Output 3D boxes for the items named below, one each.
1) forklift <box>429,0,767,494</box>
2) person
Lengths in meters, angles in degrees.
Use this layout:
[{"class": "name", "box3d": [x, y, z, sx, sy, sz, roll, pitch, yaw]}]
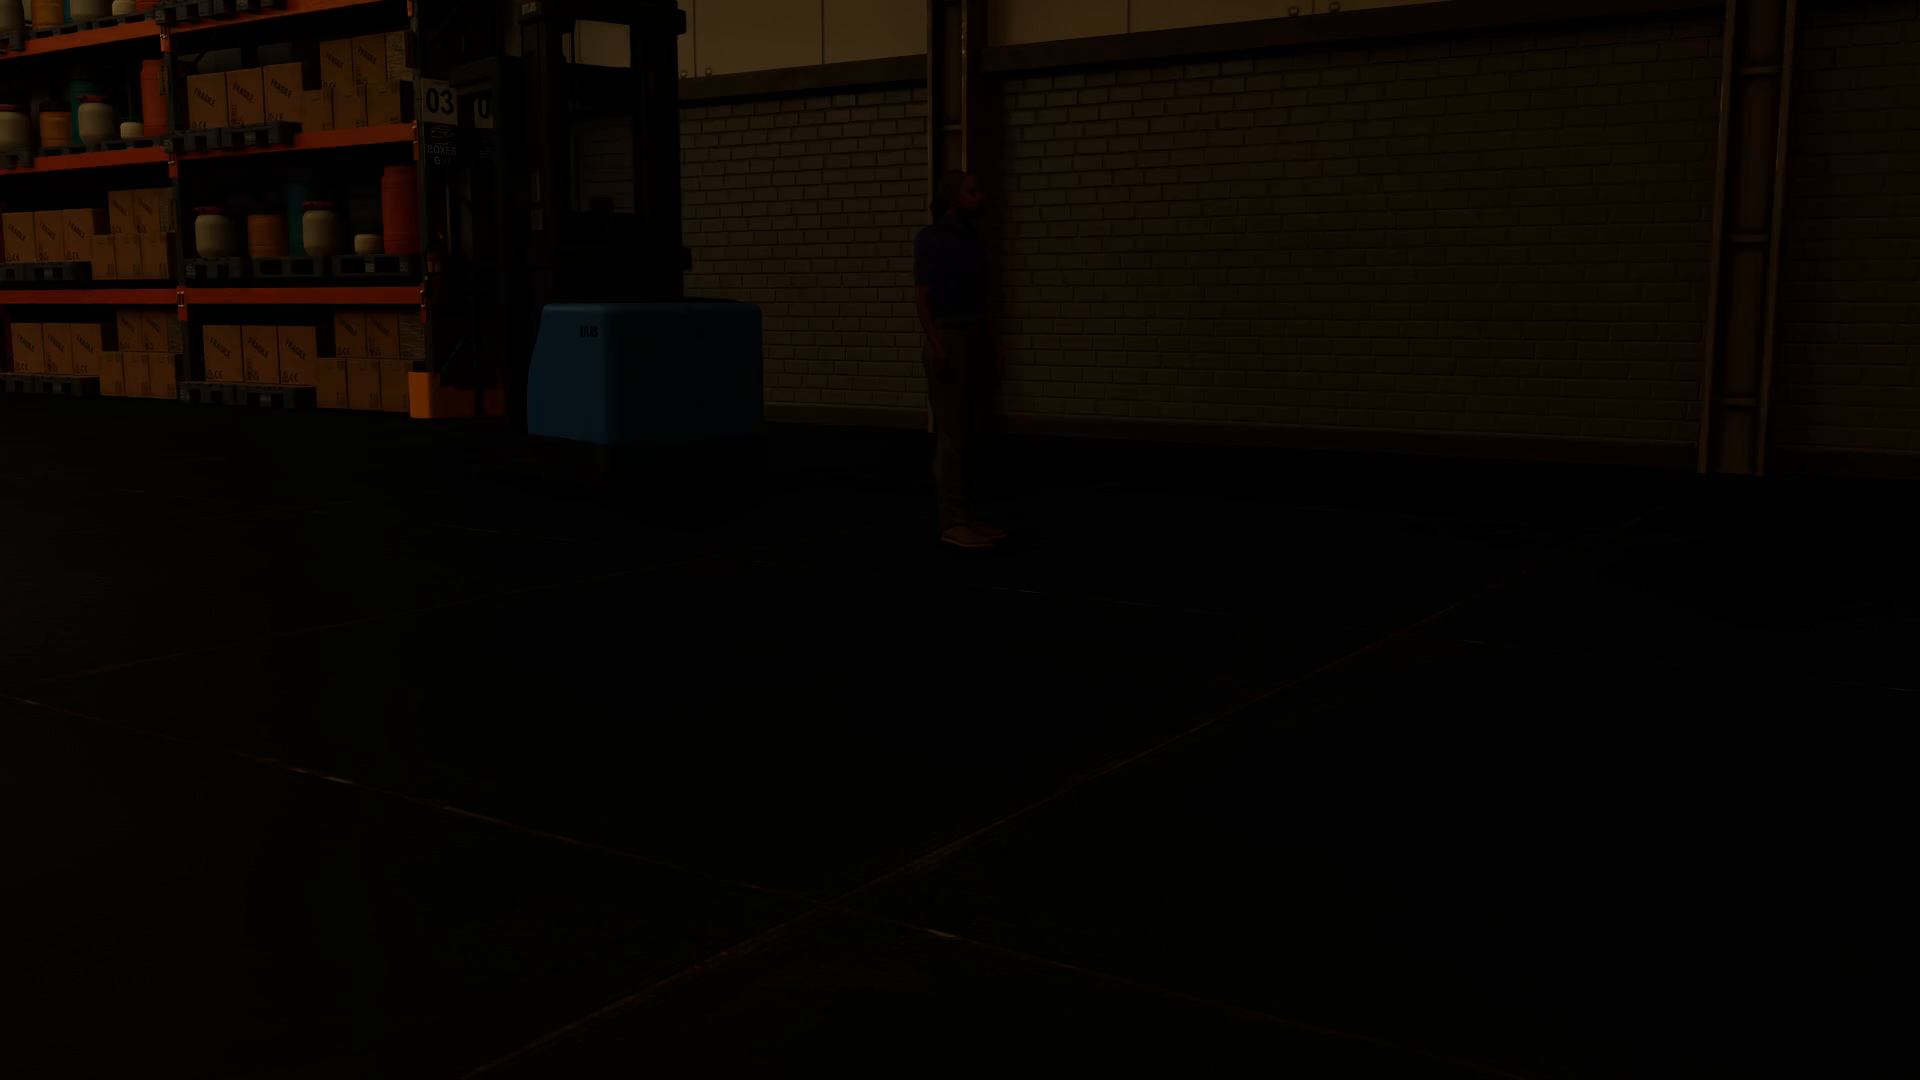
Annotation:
[{"class": "forklift", "box3d": [-2.443, -1.867, 10.321, 1.130, 2.935, 3.031, -7, 10, -39]}, {"class": "person", "box3d": [0.062, -0.817, 7.421, 0.503, 1.656, 0.569, 5, 10, 34]}]
